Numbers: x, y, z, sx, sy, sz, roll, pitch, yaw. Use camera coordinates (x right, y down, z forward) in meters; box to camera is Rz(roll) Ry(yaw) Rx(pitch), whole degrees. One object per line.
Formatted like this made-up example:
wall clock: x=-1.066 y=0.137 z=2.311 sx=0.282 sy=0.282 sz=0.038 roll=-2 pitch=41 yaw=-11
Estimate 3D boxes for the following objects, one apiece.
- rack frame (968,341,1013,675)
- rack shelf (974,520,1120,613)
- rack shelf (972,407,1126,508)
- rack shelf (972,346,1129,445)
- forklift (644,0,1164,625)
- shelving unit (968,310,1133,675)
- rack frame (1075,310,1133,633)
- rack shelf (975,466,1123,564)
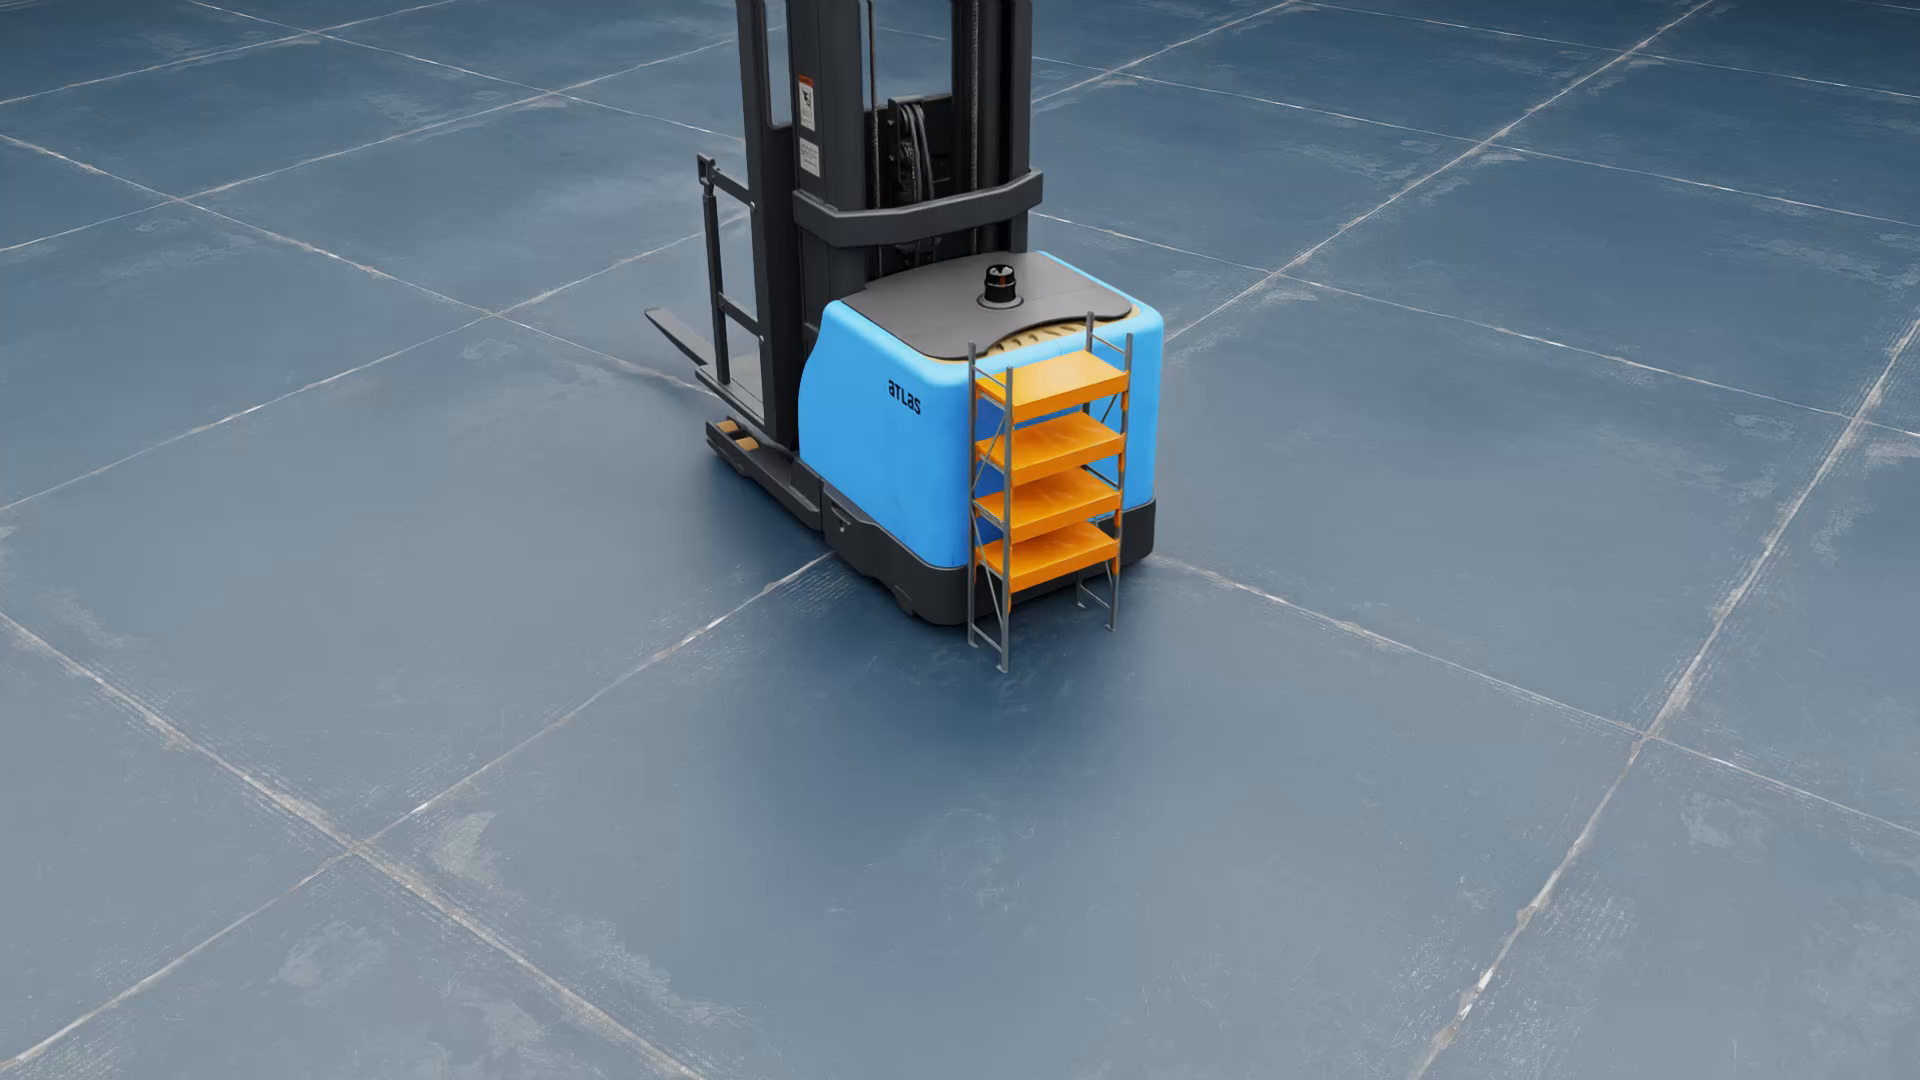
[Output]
rack frame: x=0.100 y=-0.089 z=5.723 sx=0.015 sy=1.200 sz=0.240 roll=-18 pitch=35 yaw=-28
rack shelf: x=0.304 y=0.072 z=5.973 sx=0.480 sy=0.148 sz=0.258 roll=-18 pitch=35 yaw=-28
rack shelf: x=0.304 y=-0.291 z=5.757 sx=0.480 sy=0.148 sz=0.258 roll=-18 pitch=35 yaw=-28
rack shelf: x=0.304 y=-0.494 z=5.637 sx=0.480 sy=0.148 sz=0.258 roll=-18 pitch=35 yaw=-28
forklift: x=-0.462 y=-1.658 z=6.673 sx=1.130 sy=2.935 sz=3.031 roll=-18 pitch=35 yaw=-28
shelving unit: x=0.304 y=-0.156 z=5.837 sx=0.503 sy=1.200 sz=0.258 roll=-18 pitch=35 yaw=-28
rack frame: x=0.509 y=-0.224 z=5.951 sx=0.015 sy=1.200 sz=0.240 roll=-18 pitch=35 yaw=-28
rack shelf: x=0.304 y=-0.099 z=5.871 sx=0.480 sy=0.148 sz=0.258 roll=-18 pitch=35 yaw=-28
